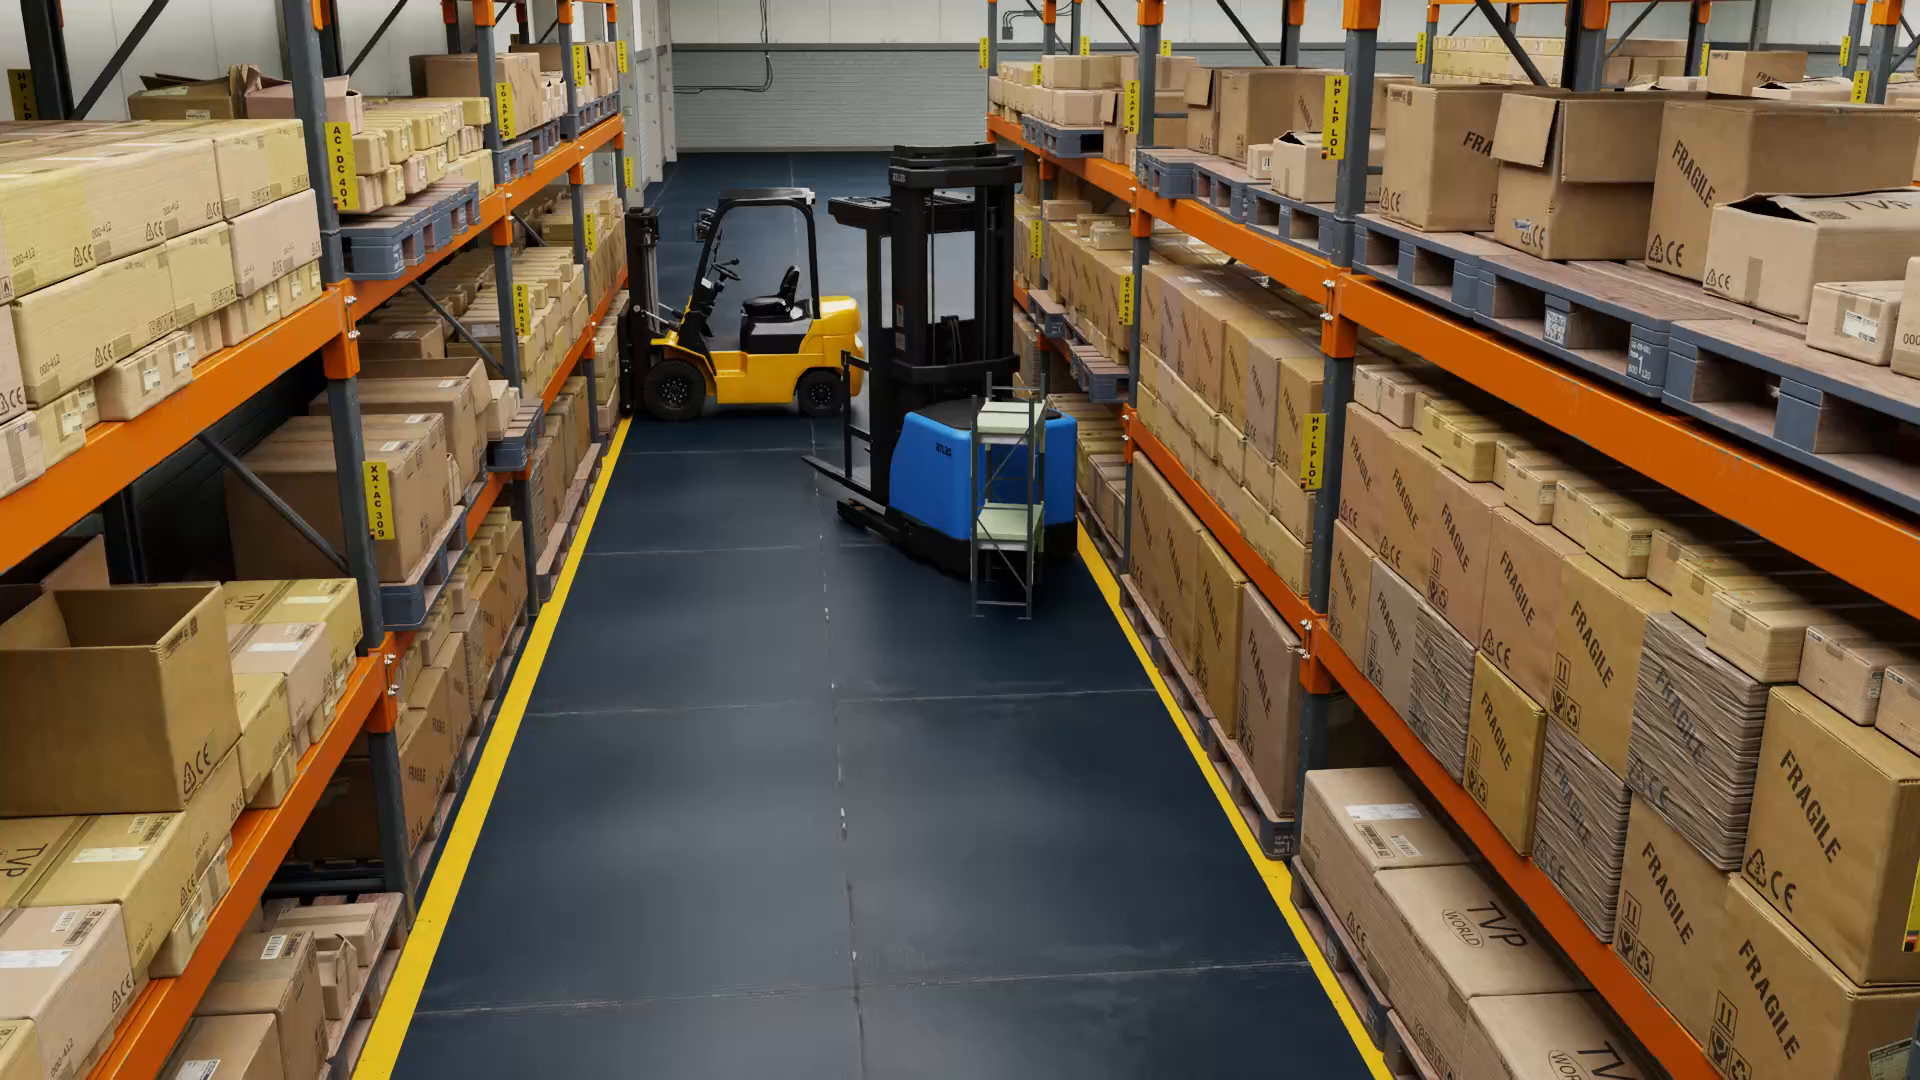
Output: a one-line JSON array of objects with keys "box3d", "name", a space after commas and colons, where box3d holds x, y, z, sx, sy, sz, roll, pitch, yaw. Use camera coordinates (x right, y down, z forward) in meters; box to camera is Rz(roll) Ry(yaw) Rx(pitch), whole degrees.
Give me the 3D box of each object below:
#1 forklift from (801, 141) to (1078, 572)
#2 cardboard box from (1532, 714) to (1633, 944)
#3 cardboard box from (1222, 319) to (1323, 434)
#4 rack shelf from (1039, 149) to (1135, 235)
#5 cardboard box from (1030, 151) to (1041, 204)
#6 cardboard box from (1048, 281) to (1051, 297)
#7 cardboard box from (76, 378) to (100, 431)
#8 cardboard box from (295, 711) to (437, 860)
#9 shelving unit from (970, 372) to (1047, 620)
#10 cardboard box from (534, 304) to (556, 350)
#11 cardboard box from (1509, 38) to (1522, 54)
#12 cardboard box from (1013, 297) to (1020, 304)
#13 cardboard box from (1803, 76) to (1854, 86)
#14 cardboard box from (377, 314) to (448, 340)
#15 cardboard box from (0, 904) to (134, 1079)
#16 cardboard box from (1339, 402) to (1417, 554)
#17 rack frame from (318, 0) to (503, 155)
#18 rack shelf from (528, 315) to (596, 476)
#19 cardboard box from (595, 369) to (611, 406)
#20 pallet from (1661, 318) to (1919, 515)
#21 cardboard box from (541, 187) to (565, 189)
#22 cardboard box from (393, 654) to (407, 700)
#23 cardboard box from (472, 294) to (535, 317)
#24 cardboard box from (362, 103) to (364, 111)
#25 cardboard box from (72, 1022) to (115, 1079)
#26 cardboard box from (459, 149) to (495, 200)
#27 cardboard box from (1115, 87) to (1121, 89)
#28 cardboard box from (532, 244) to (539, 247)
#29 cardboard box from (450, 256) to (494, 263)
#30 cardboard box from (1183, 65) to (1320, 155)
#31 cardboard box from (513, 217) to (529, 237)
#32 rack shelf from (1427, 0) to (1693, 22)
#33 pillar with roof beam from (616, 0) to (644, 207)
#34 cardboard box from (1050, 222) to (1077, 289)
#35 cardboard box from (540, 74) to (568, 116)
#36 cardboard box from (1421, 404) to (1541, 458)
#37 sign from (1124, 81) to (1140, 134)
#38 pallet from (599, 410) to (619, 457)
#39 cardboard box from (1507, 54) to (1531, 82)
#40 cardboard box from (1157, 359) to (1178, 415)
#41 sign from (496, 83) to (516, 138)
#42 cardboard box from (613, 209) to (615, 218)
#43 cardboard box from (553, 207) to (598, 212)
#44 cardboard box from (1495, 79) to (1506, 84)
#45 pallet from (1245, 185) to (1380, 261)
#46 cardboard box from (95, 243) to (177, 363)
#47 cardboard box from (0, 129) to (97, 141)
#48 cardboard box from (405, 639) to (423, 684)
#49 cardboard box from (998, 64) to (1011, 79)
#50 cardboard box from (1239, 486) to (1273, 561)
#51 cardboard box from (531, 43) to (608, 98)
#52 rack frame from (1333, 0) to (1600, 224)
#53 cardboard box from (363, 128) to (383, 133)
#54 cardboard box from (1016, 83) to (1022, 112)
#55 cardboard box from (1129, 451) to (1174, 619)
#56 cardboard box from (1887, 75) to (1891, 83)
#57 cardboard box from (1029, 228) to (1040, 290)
[{"box3d": [-0.315, -1.561, 12.756, 1.130, 2.935, 3.031, -10, 20, -29], "name": "forklift"}, {"box3d": [2.042, 0.825, 4.875, 0.500, 0.500, 0.500, -1, 17, -4], "name": "cardboard box"}, {"box3d": [1.652, -0.836, 8.497, 0.500, 0.500, 0.500, -1, 17, -4], "name": "cardboard box"}, {"box3d": [1.423, -2.756, 12.642, 1.077, 0.370, 4.000, -2, 18, -6], "name": "rack shelf"}, {"box3d": [1.119, -3.826, 17.524, 0.700, 0.500, 0.500, -2, 18, -5], "name": "cardboard box"}, {"box3d": [0.959, -2.170, 14.301, 0.380, 0.149, 0.250, -2, 17, -5], "name": "cardboard box"}, {"box3d": [-2.391, -0.329, 4.130, 0.380, 0.149, 0.250, -2, 18, -6], "name": "cardboard box"}, {"box3d": [-2.721, 1.115, 7.590, 0.500, 0.500, 0.500, -1, 17, -3], "name": "cardboard box"}, {"box3d": [0.327, -0.307, 11.152, 0.431, 1.500, 0.755, 2, 18, 8], "name": "shelving unit"}, {"box3d": [-3.197, -1.530, 11.960, 0.500, 0.250, 0.500, -2, 18, -7], "name": "cardboard box"}, {"box3d": [5.646, -4.862, 16.369, 0.380, 0.149, 0.250, -2, 18, -6], "name": "cardboard box"}, {"box3d": [0.674, -2.291, 17.603, 0.500, 0.500, 0.500, -2, 18, -8], "name": "cardboard box"}, {"box3d": [6.582, -3.417, 12.826, 0.500, 0.311, 0.500, -2, 18, -7], "name": "cardboard box"}, {"box3d": [-3.542, -1.366, 10.770, 0.380, 0.149, 0.250, -1, 17, -4], "name": "cardboard box"}, {"box3d": [-2.313, 1.101, 3.915, 0.500, 0.250, 0.500, -2, 17, -5], "name": "cardboard box"}, {"box3d": [1.850, -0.256, 6.649, 0.500, 0.500, 0.500, -2, 18, -5], "name": "cardboard box"}, {"box3d": [-3.308, -3.780, 9.695, 1.000, 3.000, 0.127, -2, 18, -6], "name": "rack frame"}, {"box3d": [-3.514, -1.171, 12.599, 1.077, 0.370, 4.000, -2, 18, -6], "name": "rack shelf"}, {"box3d": [-3.463, -1.390, 15.153, 0.500, 0.250, 0.500, -2, 18, -6], "name": "cardboard box"}, {"box3d": [2.367, -0.299, 3.760, 1.003, 0.211, 1.213, -2, 18, -6], "name": "pallet"}, {"box3d": [-4.345, -3.613, 17.430, 0.380, 0.149, 0.250, -1, 17, -4], "name": "cardboard box"}, {"box3d": [-2.742, 0.624, 7.576, 0.380, 0.149, 0.250, -3, 18, -8], "name": "cardboard box"}, {"box3d": [-3.168, -1.612, 11.554, 0.380, 0.149, 0.250, -2, 17, -5], "name": "cardboard box"}, {"box3d": [-3.521, -2.342, 9.209, 0.380, 0.149, 0.250, -2, 18, -6], "name": "cardboard box"}, {"box3d": [-2.342, 1.250, 4.107, 0.380, 0.149, 0.250, -1, 17, -4], "name": "cardboard box"}, {"box3d": [-3.013, -2.132, 9.703, 0.500, 0.250, 0.500, -2, 18, -7], "name": "cardboard box"}, {"box3d": [1.468, -3.504, 13.371, 0.500, 0.250, 0.500, -2, 17, -5], "name": "cardboard box"}, {"box3d": [-4.083, -2.432, 15.247, 0.500, 0.500, 0.500, -2, 17, -5], "name": "cardboard box"}, {"box3d": [-3.897, -2.200, 13.426, 0.380, 0.149, 0.250, -2, 18, -6], "name": "cardboard box"}, {"box3d": [1.818, -2.646, 10.215, 0.797, 0.503, 0.637, -3, 18, -9], "name": "cardboard box"}, {"box3d": [-4.038, -2.771, 14.748, 0.380, 0.149, 0.250, -2, 18, -7], "name": "cardboard box"}, {"box3d": [5.924, -5.371, 16.631, 1.077, 0.370, 4.000, -2, 18, -6], "name": "rack shelf"}, {"box3d": [-2.532, -11.424, 34.043, 9.100, 9.000, 0.400, -2, 18, -6], "name": "pillar with roof beam"}, {"box3d": [1.032, -2.356, 13.811, 0.500, 0.500, 0.500, -2, 18, -5], "name": "cardboard box"}, {"box3d": [-3.403, -3.538, 13.213, 0.500, 0.311, 0.500, -2, 18, -7], "name": "cardboard box"}, {"box3d": [1.892, -0.386, 5.980, 0.380, 0.149, 0.250, -2, 18, -6], "name": "cardboard box"}, {"box3d": [1.089, -2.734, 10.507, 0.100, 0.325, 0.005, -2, 18, -6], "name": "sign"}, {"box3d": [-3.760, -1.018, 15.566, 1.003, 0.211, 1.213, -2, 18, -6], "name": "pallet"}, {"box3d": [5.722, -4.635, 16.312, 0.500, 0.250, 0.500, -2, 18, -6], "name": "cardboard box"}, {"box3d": [1.488, -0.927, 10.037, 0.500, 0.250, 0.500, -1, 17, -4], "name": "cardboard box"}, {"box3d": [-2.768, -2.612, 10.118, 0.100, 0.325, 0.005, -2, 18, -6], "name": "sign"}, {"box3d": [-3.796, -3.410, 17.280, 0.380, 0.149, 0.250, -1, 17, -5], "name": "cardboard box"}, {"box3d": [-3.588, -3.020, 15.543, 0.380, 0.149, 0.250, -2, 18, -7], "name": "cardboard box"}, {"box3d": [5.616, -4.560, 16.737, 0.380, 0.149, 0.250, -2, 18, -6], "name": "cardboard box"}, {"box3d": [1.898, -1.492, 7.734, 0.805, 0.209, 1.217, -2, 18, -8], "name": "pallet"}, {"box3d": [-2.446, -0.634, 4.434, 0.500, 0.250, 0.500, -2, 18, -7], "name": "cardboard box"}, {"box3d": [-3.058, -1.156, 5.263, 0.500, 0.250, 0.500, -2, 18, -7], "name": "cardboard box"}, {"box3d": [-2.852, 0.604, 8.135, 0.380, 0.149, 0.250, -2, 18, -7], "name": "cardboard box"}, {"box3d": [0.596, -4.807, 17.062, 0.380, 0.149, 0.250, -2, 18, -6], "name": "cardboard box"}, {"box3d": [1.693, -0.087, 8.196, 0.500, 0.250, 0.500, -2, 18, -6], "name": "cardboard box"}, {"box3d": [-3.838, -4.596, 16.265, 0.700, 0.500, 0.500, -2, 18, -5], "name": "cardboard box"}, {"box3d": [2.042, -2.743, 6.391, 1.000, 3.000, 0.127, -2, 18, -6], "name": "rack frame"}, {"box3d": [-2.588, -1.607, 6.836, 0.380, 0.149, 0.250, -1, 17, -5], "name": "cardboard box"}, {"box3d": [0.812, -4.192, 15.767, 0.500, 0.250, 0.500, -2, 18, -7], "name": "cardboard box"}, {"box3d": [1.618, -0.051, 10.677, 0.875, 0.875, 0.875, -2, 18, -6], "name": "cardboard box"}, {"box3d": [10.390, -5.143, 18.626, 0.380, 0.149, 0.250, -1, 17, -4], "name": "cardboard box"}, {"box3d": [0.923, -2.579, 15.219, 0.500, 0.500, 0.500, -2, 18, -7], "name": "cardboard box"}]
